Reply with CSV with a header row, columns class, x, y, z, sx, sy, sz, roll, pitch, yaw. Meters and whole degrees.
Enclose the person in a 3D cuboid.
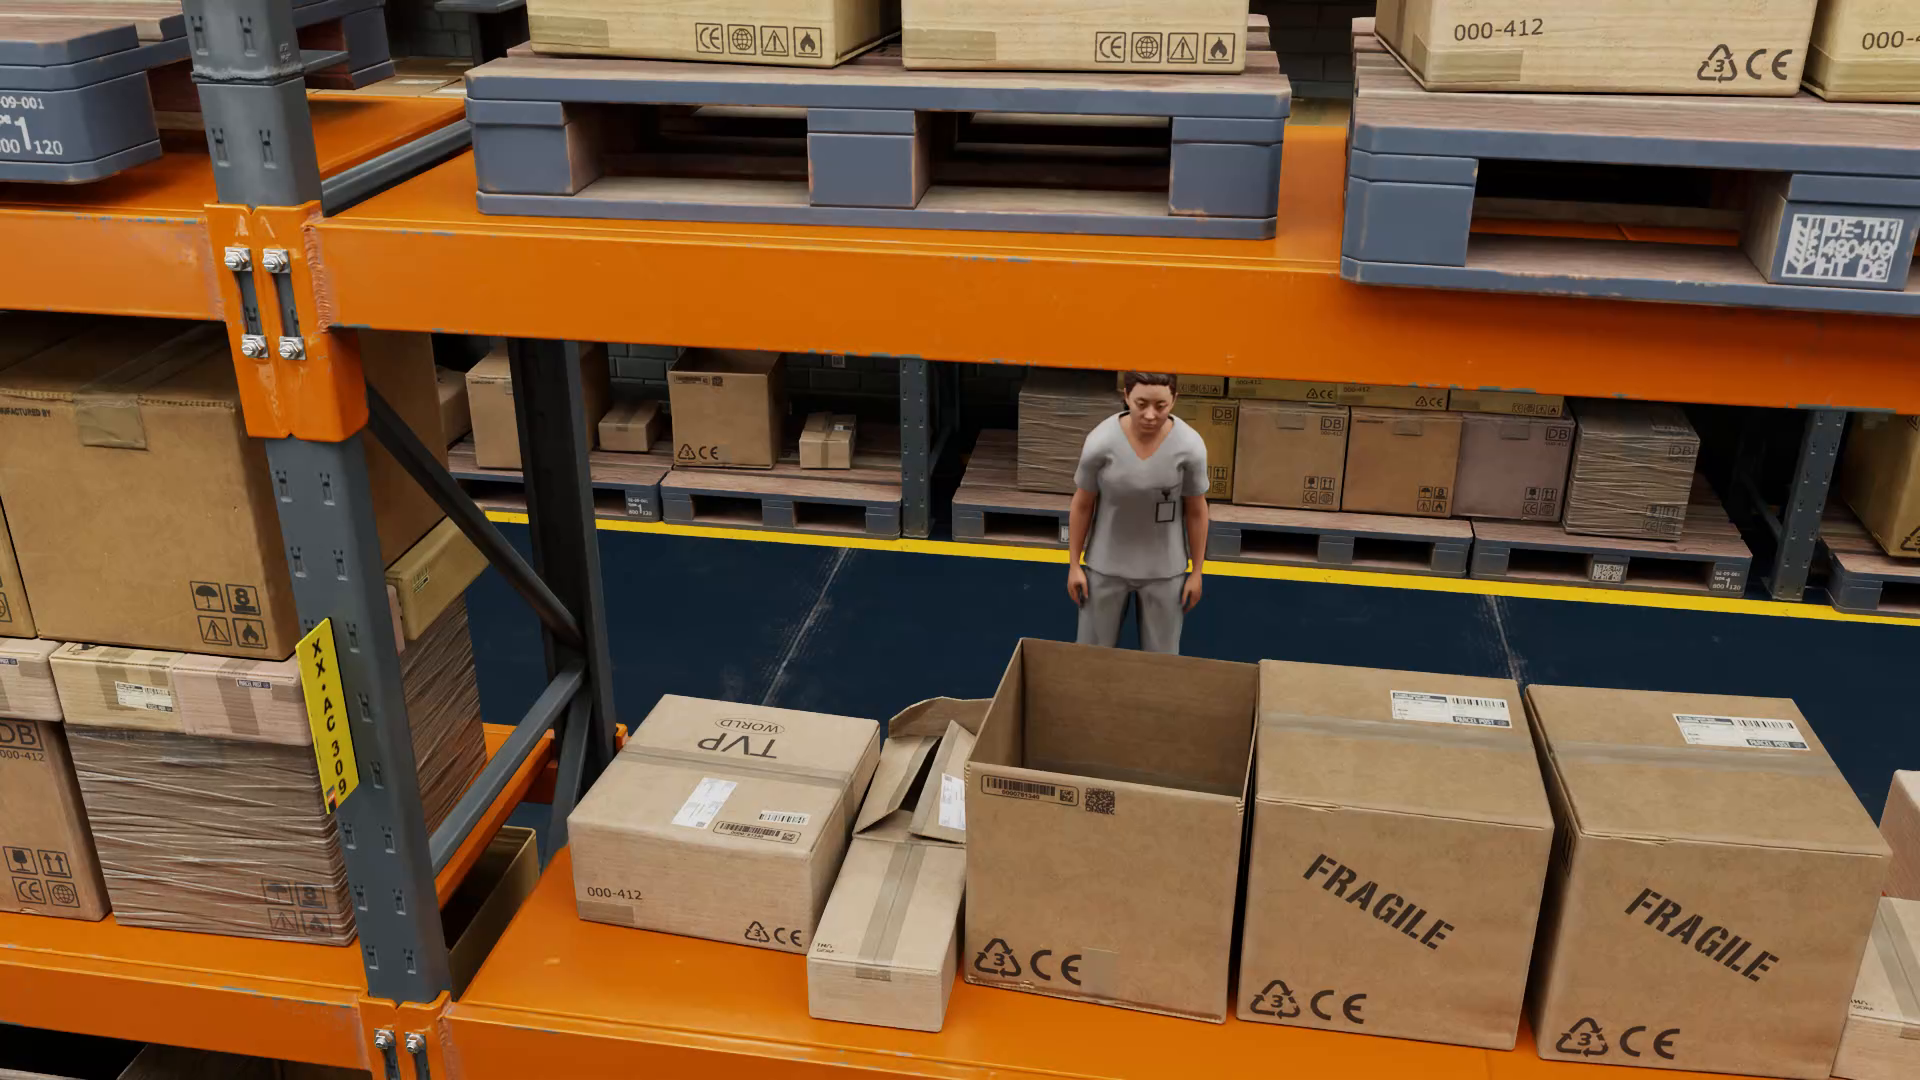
class,x,y,z,sx,sy,sz,roll,pitch,yaw
person,0.612,0.124,5.844,0.497,1.671,0.361,3,25,6
